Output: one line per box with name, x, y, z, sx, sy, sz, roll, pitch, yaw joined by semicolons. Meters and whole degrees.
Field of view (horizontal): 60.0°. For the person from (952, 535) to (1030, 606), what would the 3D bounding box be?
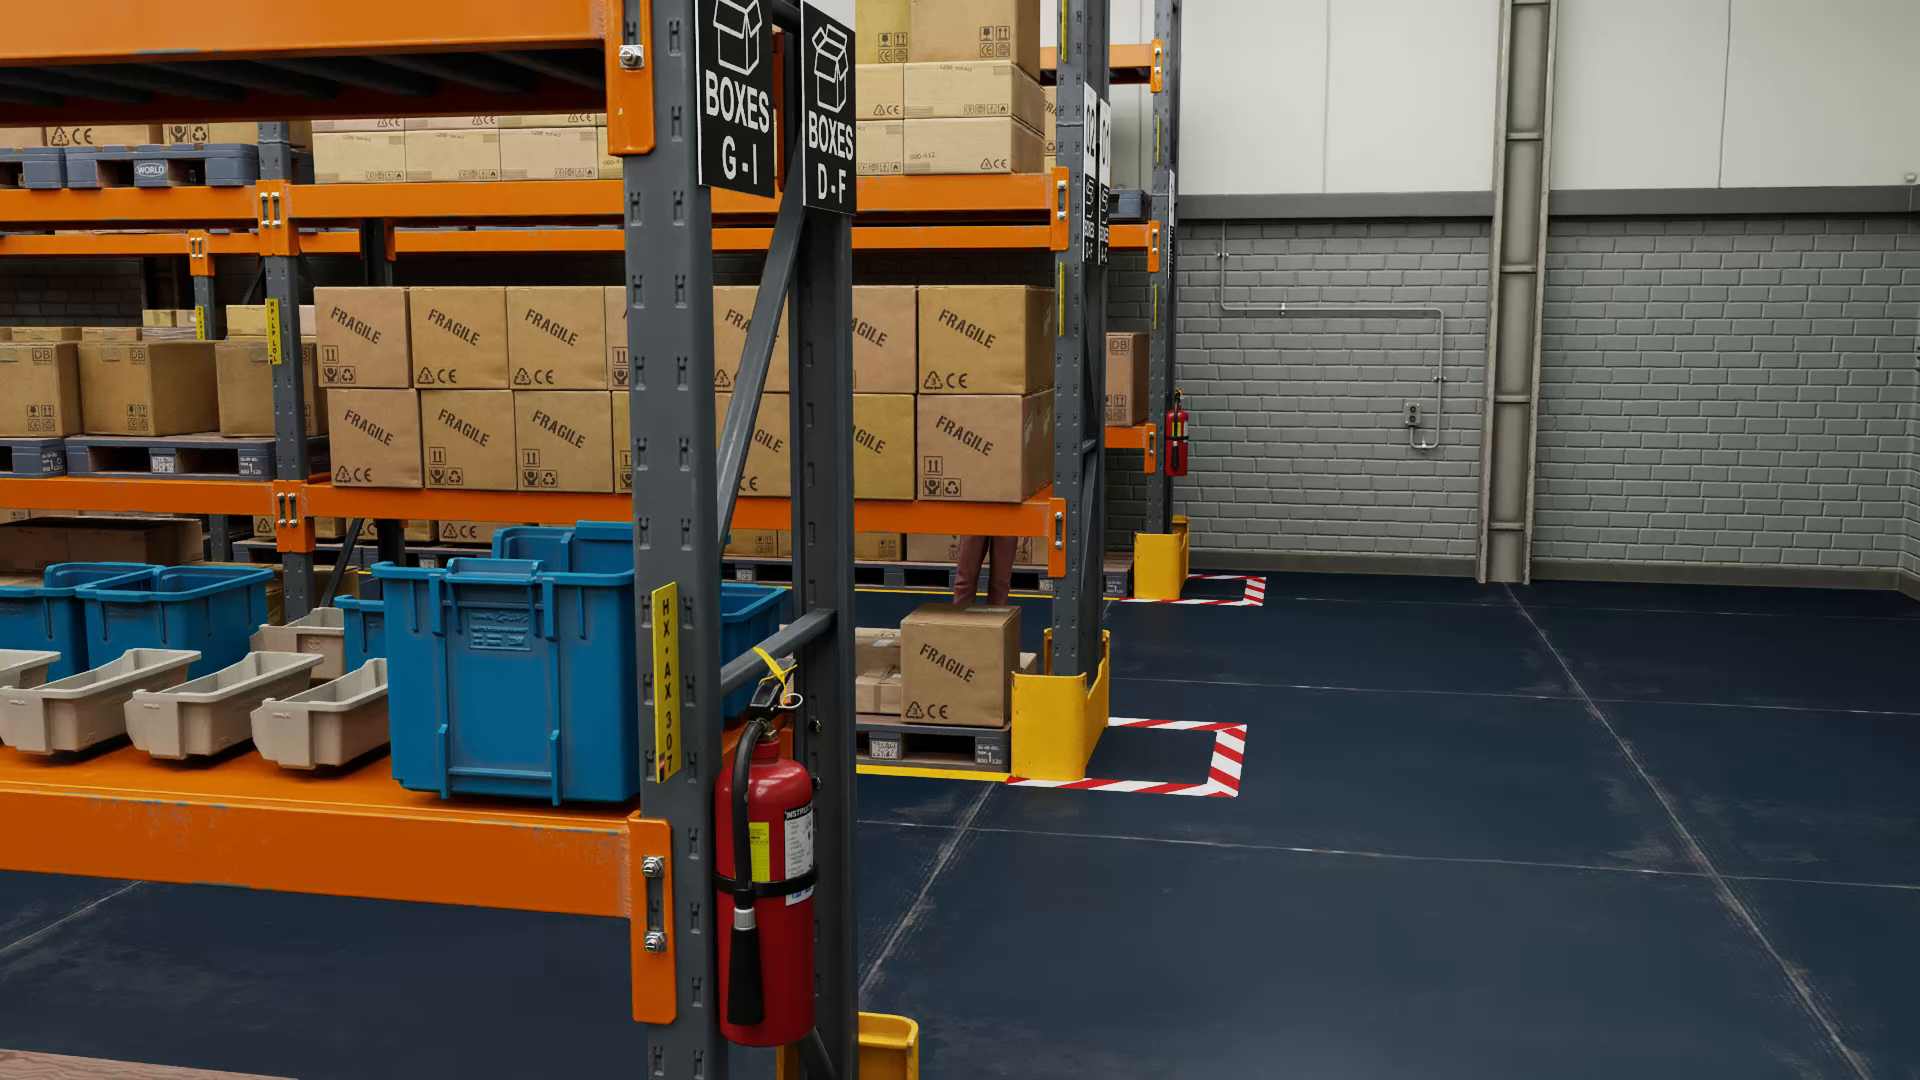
person;0.176;-0.081;10.325;0.552;1.674;0.548;2;8;11
